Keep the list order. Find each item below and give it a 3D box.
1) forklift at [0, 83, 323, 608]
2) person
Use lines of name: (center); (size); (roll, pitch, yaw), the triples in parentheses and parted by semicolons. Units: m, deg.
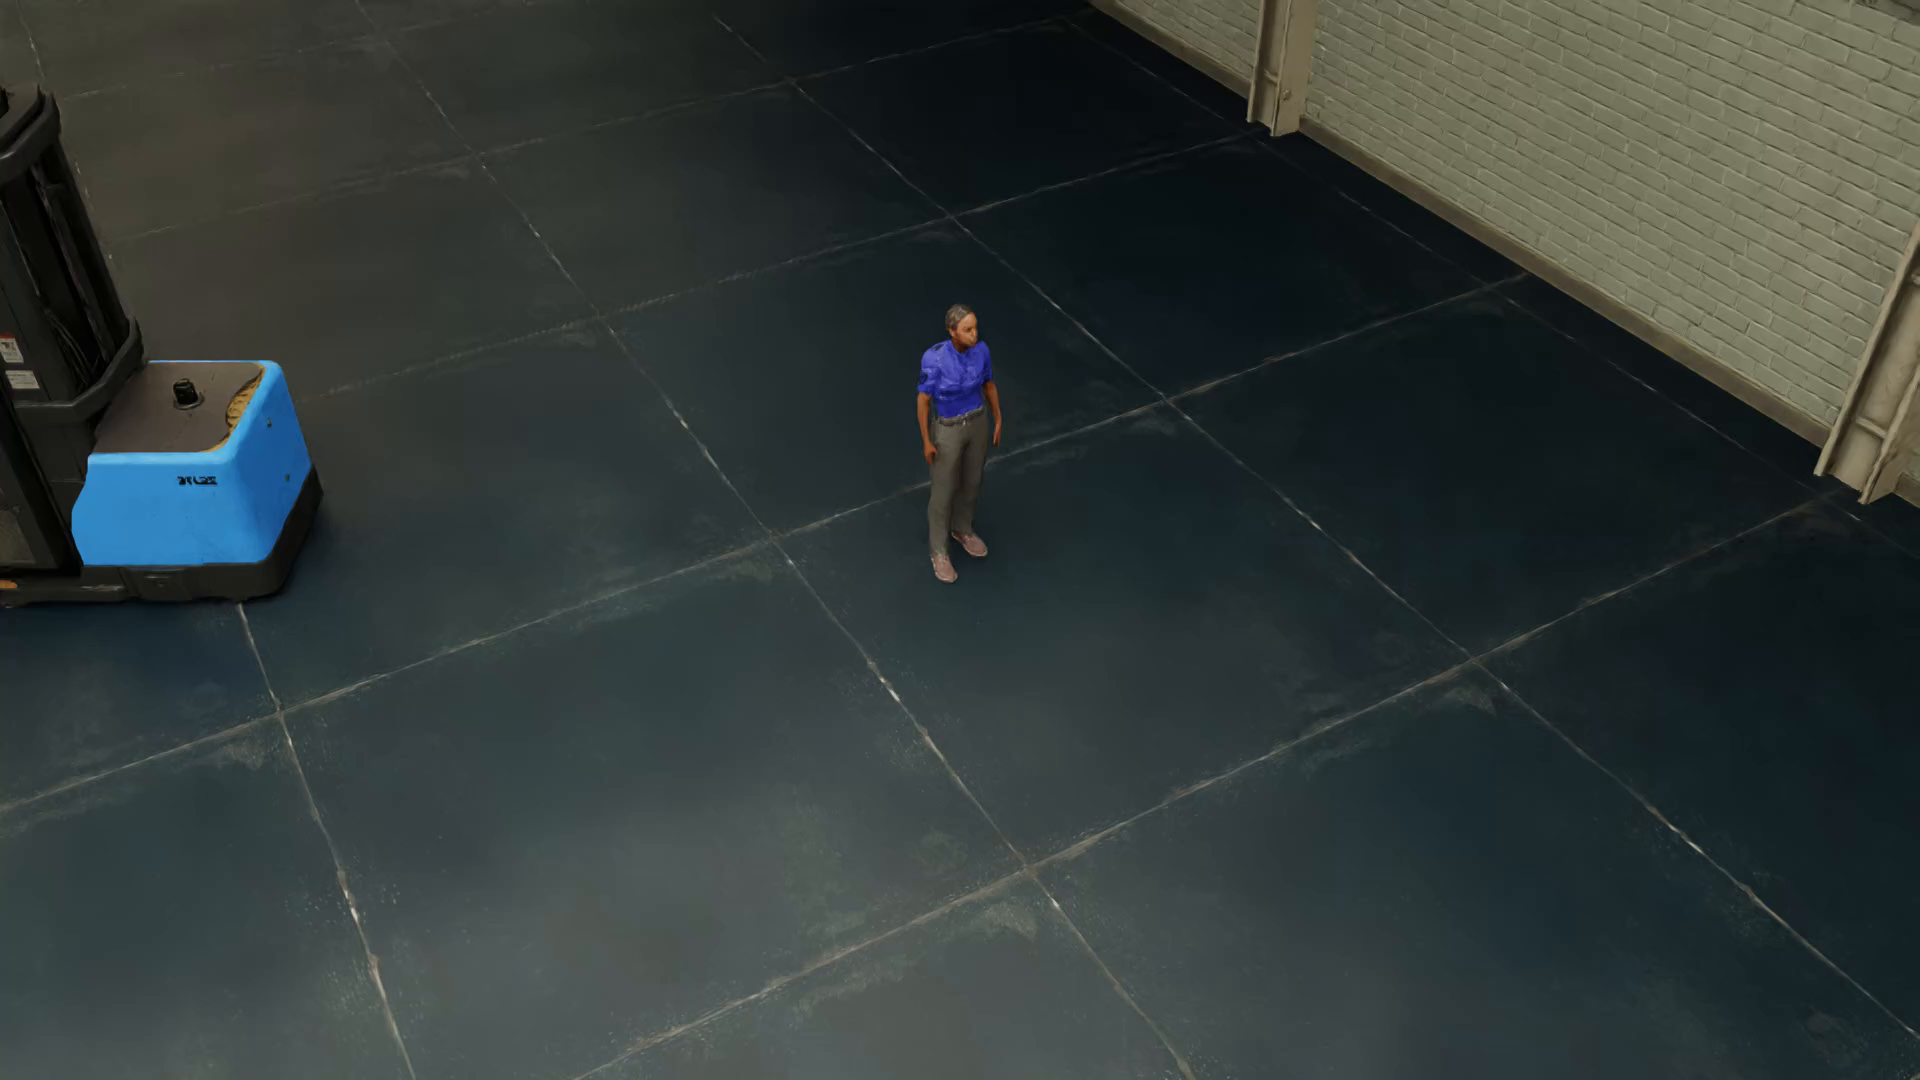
forklift: (-5.552, -1.066, 9.322); (3.031, 2.935, 1.130); (-1, 40, -1)
person: (0.027, -0.583, 9.737); (0.570, 1.642, 0.503); (-20, 44, -23)
